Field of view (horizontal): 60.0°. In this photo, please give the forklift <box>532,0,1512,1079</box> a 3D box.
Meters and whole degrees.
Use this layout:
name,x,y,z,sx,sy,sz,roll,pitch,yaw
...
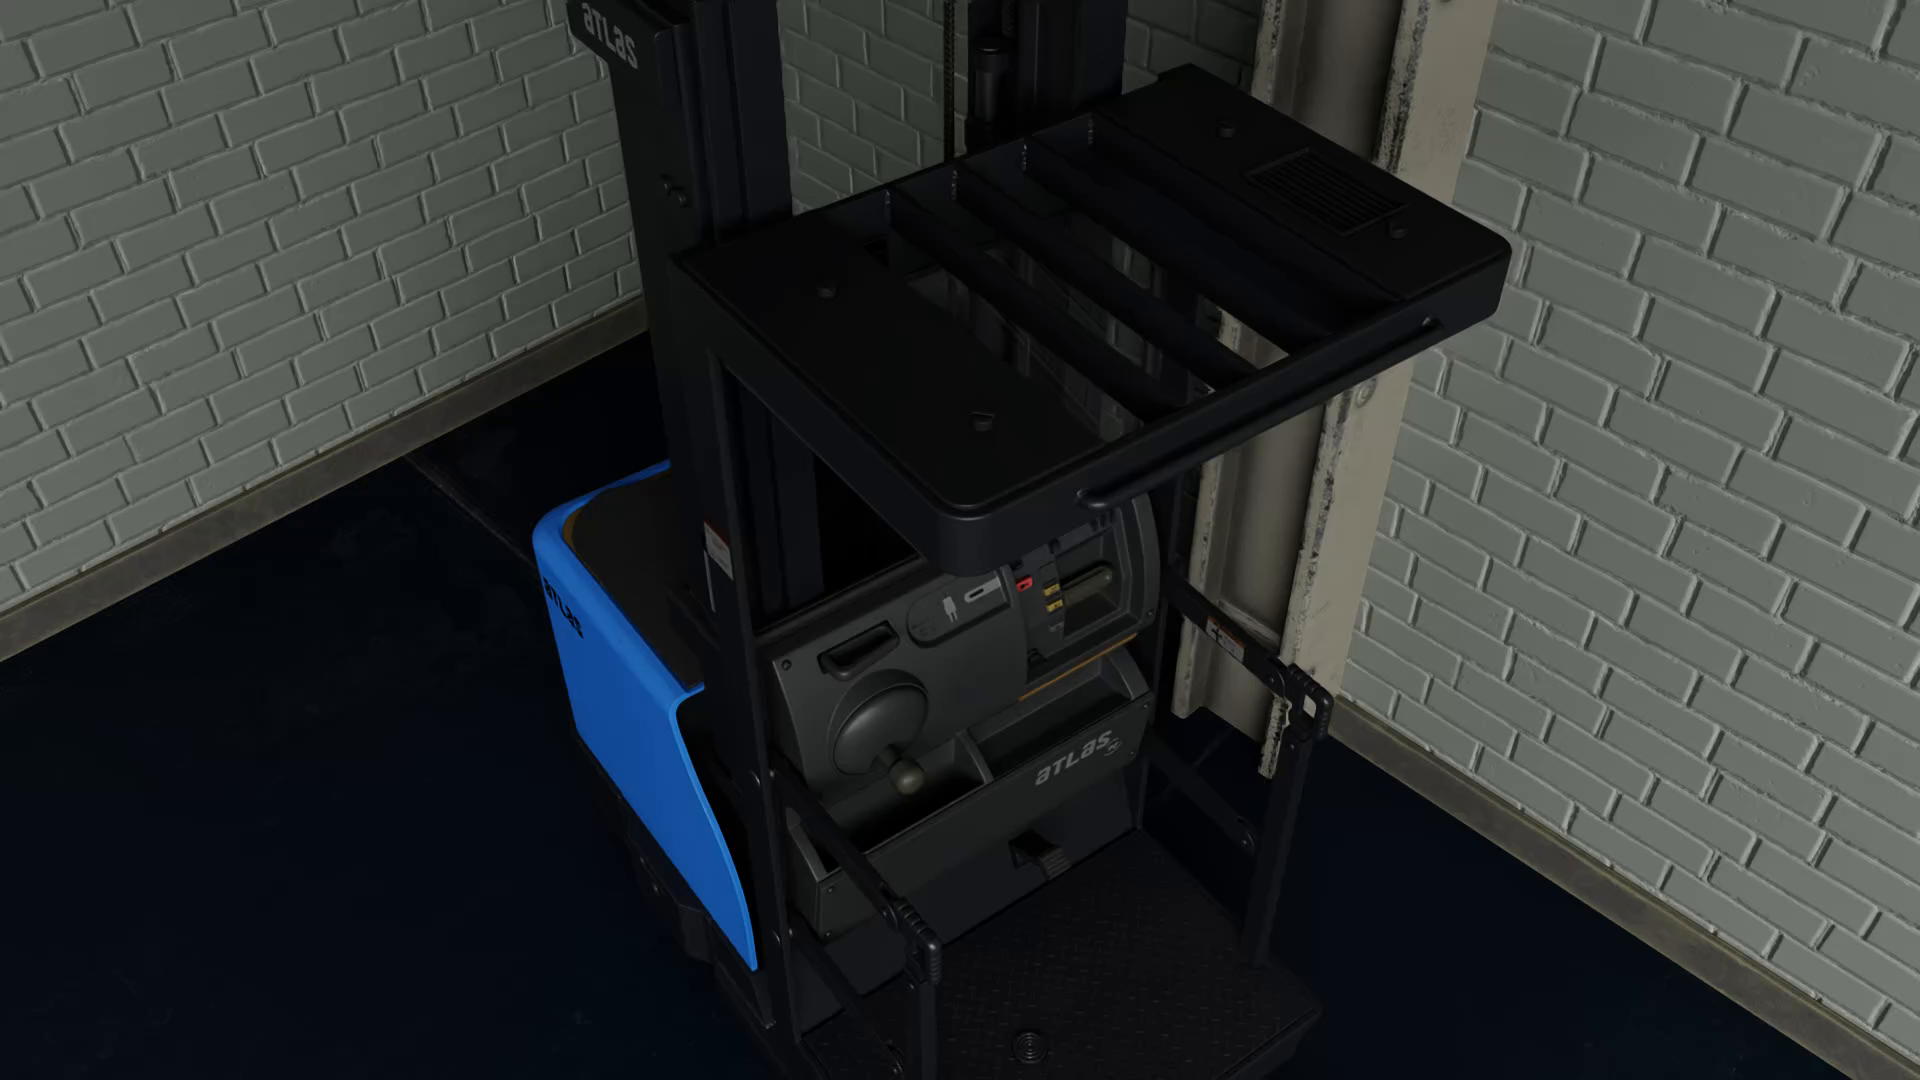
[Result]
name,x,y,z,sx,sy,sz,roll,pitch,yaw
forklift,0.165,0.269,3.300,1.130,2.935,3.031,-26,49,-26

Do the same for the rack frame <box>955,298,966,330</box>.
name,x,y,z,sx,sy,sz,roll,pitch,yaw
rack frame,-0.066,-0.375,5.493,0.240,0.900,0.006,-34,53,-31

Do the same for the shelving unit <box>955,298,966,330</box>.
name,x,y,z,sx,sy,sz,roll,pitch,yaw
shelving unit,0.006,-0.327,5.440,0.258,0.900,0.210,-34,53,-31
